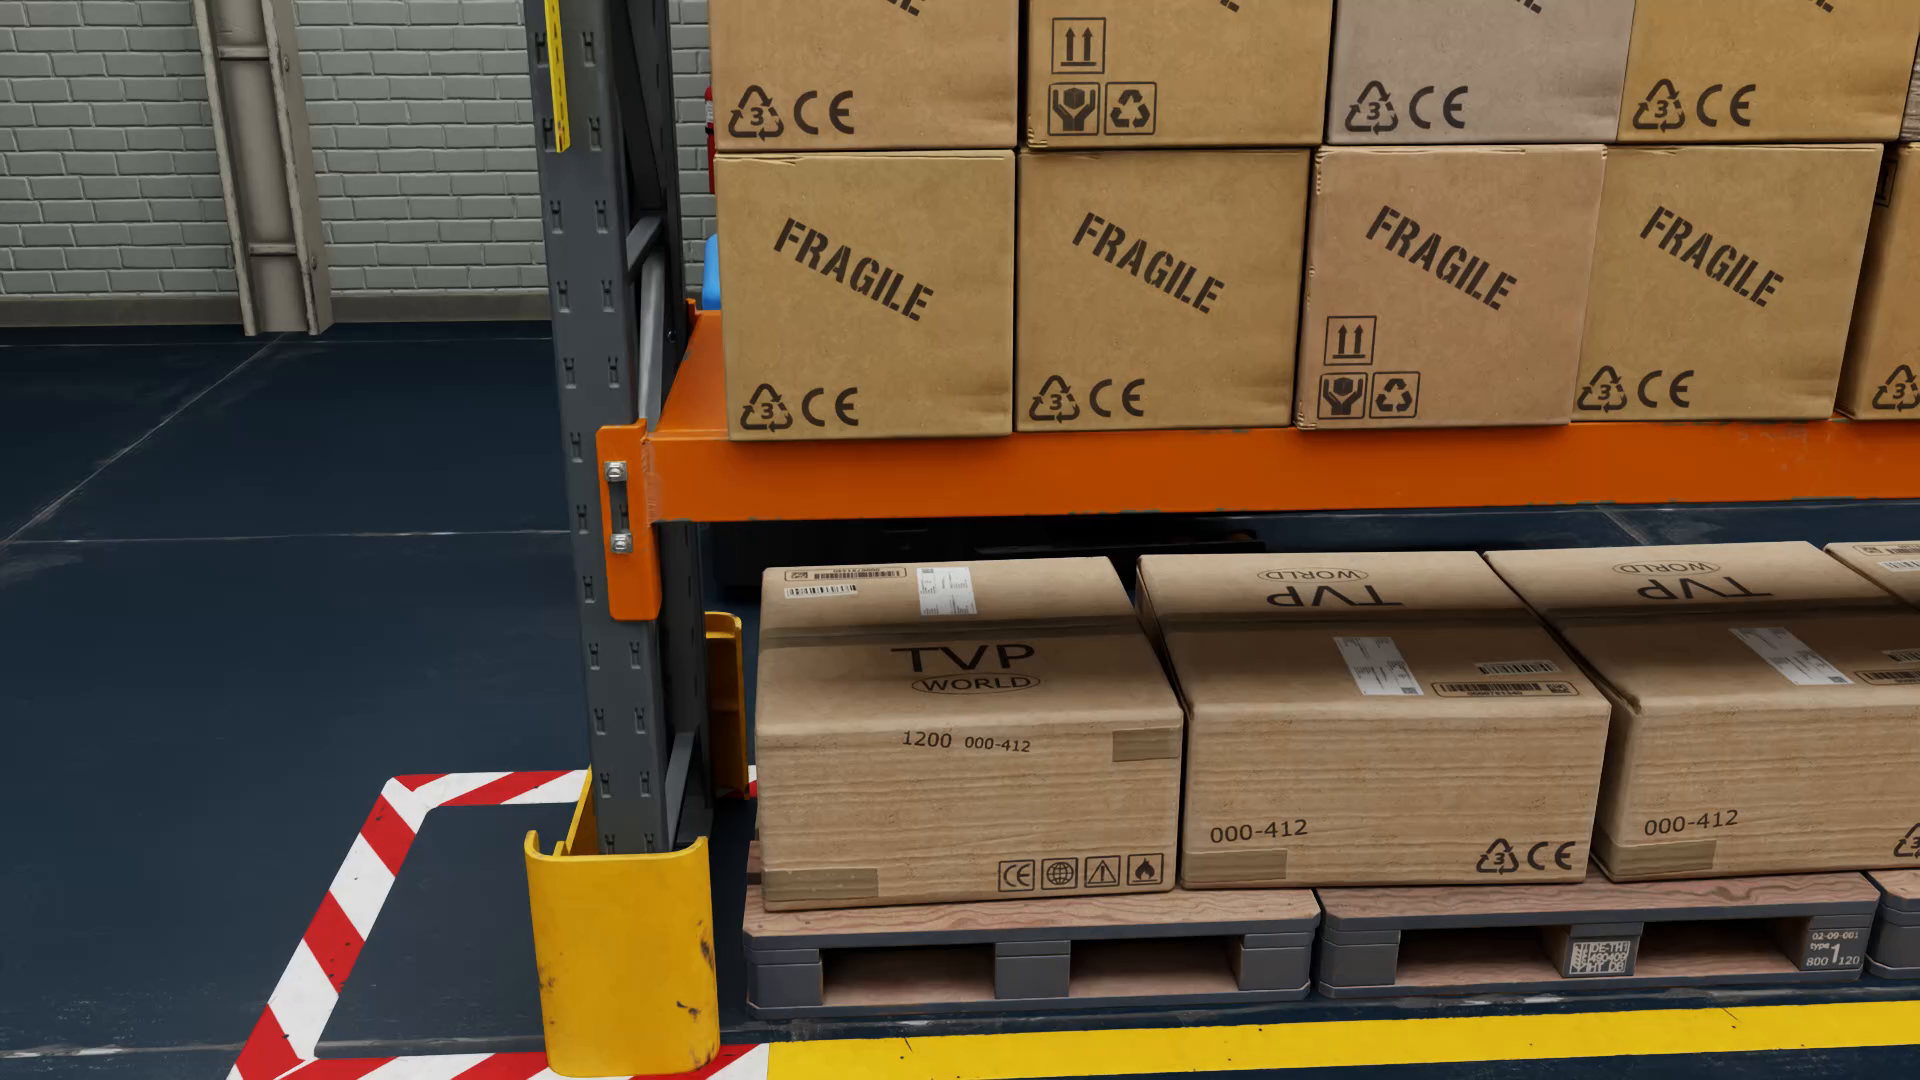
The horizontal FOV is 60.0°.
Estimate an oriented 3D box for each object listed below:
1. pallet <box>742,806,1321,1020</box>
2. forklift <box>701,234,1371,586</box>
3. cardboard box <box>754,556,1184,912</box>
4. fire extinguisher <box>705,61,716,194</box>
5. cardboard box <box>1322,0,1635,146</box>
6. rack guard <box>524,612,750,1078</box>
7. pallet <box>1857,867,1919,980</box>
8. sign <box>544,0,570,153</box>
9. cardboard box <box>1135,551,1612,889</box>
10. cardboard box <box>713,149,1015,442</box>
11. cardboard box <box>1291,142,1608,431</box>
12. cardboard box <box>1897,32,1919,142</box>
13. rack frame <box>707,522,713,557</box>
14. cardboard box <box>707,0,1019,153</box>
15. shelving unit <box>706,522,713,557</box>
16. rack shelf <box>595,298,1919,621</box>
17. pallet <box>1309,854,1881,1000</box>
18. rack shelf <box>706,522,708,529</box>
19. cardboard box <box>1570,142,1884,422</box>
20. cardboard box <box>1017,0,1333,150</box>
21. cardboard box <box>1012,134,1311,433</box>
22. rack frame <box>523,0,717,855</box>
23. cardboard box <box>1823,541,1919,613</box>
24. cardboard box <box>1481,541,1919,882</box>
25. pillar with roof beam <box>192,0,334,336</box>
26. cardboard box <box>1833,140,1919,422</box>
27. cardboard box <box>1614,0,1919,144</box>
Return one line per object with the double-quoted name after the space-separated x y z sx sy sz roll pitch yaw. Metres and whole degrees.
0.125 0.717 3.941 1.213 0.211 1.003 -1 21 -3 "pallet"
0.620 -1.398 5.674 3.031 2.935 1.130 -3 21 -7 "forklift"
-0.016 0.410 3.839 0.875 0.438 0.875 -2 21 -5 "cardboard box"
-1.077 -1.928 7.601 0.183 0.674 0.296 -1 21 -3 "fire extinguisher"
0.855 -0.991 2.962 0.500 0.500 0.500 -1 21 -3 "cardboard box"
-0.693 0.627 3.773 0.348 0.500 1.175 -1 21 -3 "rack guard"
2.561 0.668 4.071 1.213 0.211 1.003 -1 21 -3 "pallet"
-0.643 -0.786 2.643 0.005 0.325 0.100 -1 21 -3 "sign"
0.897 0.389 3.895 0.875 0.438 0.875 -1 21 -2 "cardboard box"
-0.173 -0.497 3.069 0.500 0.500 0.500 -1 21 -3 "cardboard box"
0.839 -0.521 3.132 0.500 0.500 0.500 -1 21 -3 "cardboard box"
1.854 -1.009 3.009 0.500 0.500 0.500 -1 21 -2 "cardboard box"
-0.930 -0.464 5.816 0.008 1.050 0.200 -6 21 -5 "rack frame"
-0.174 -0.965 2.893 0.500 0.500 0.500 -2 21 -4 "cardboard box"
-1.050 -0.450 5.805 0.252 1.050 0.215 -6 21 -5 "shelving unit"
1.328 -0.247 3.564 4.000 0.370 1.077 -1 21 -3 "rack shelf"
1.340 0.693 4.003 1.213 0.211 1.003 -1 21 -3 "pallet"
-1.030 -0.182 5.910 0.240 0.259 0.215 -6 21 -5 "rack shelf"
1.338 -0.537 3.175 0.500 0.500 0.500 0 21 -1 "cardboard box"
0.342 -0.978 2.927 0.500 0.500 0.500 -2 21 -5 "cardboard box"
0.330 -0.517 3.122 0.500 0.500 0.500 -1 21 -4 "cardboard box"
-0.669 -0.542 3.329 0.127 3.000 1.000 -1 21 -3 "rack frame"
2.692 0.352 3.990 0.875 0.438 0.875 -1 21 -4 "cardboard box"
1.798 0.371 3.942 0.875 0.438 0.875 -2 21 -5 "cardboard box"
-3.454 -3.845 3.573 0.400 9.000 9.100 -1 21 -3 "pillar with roof beam"
1.862 -0.542 3.188 0.500 0.500 0.500 -1 21 -4 "cardboard box"
1.353 -1.001 2.989 0.500 0.500 0.500 -1 21 -3 "cardboard box"
